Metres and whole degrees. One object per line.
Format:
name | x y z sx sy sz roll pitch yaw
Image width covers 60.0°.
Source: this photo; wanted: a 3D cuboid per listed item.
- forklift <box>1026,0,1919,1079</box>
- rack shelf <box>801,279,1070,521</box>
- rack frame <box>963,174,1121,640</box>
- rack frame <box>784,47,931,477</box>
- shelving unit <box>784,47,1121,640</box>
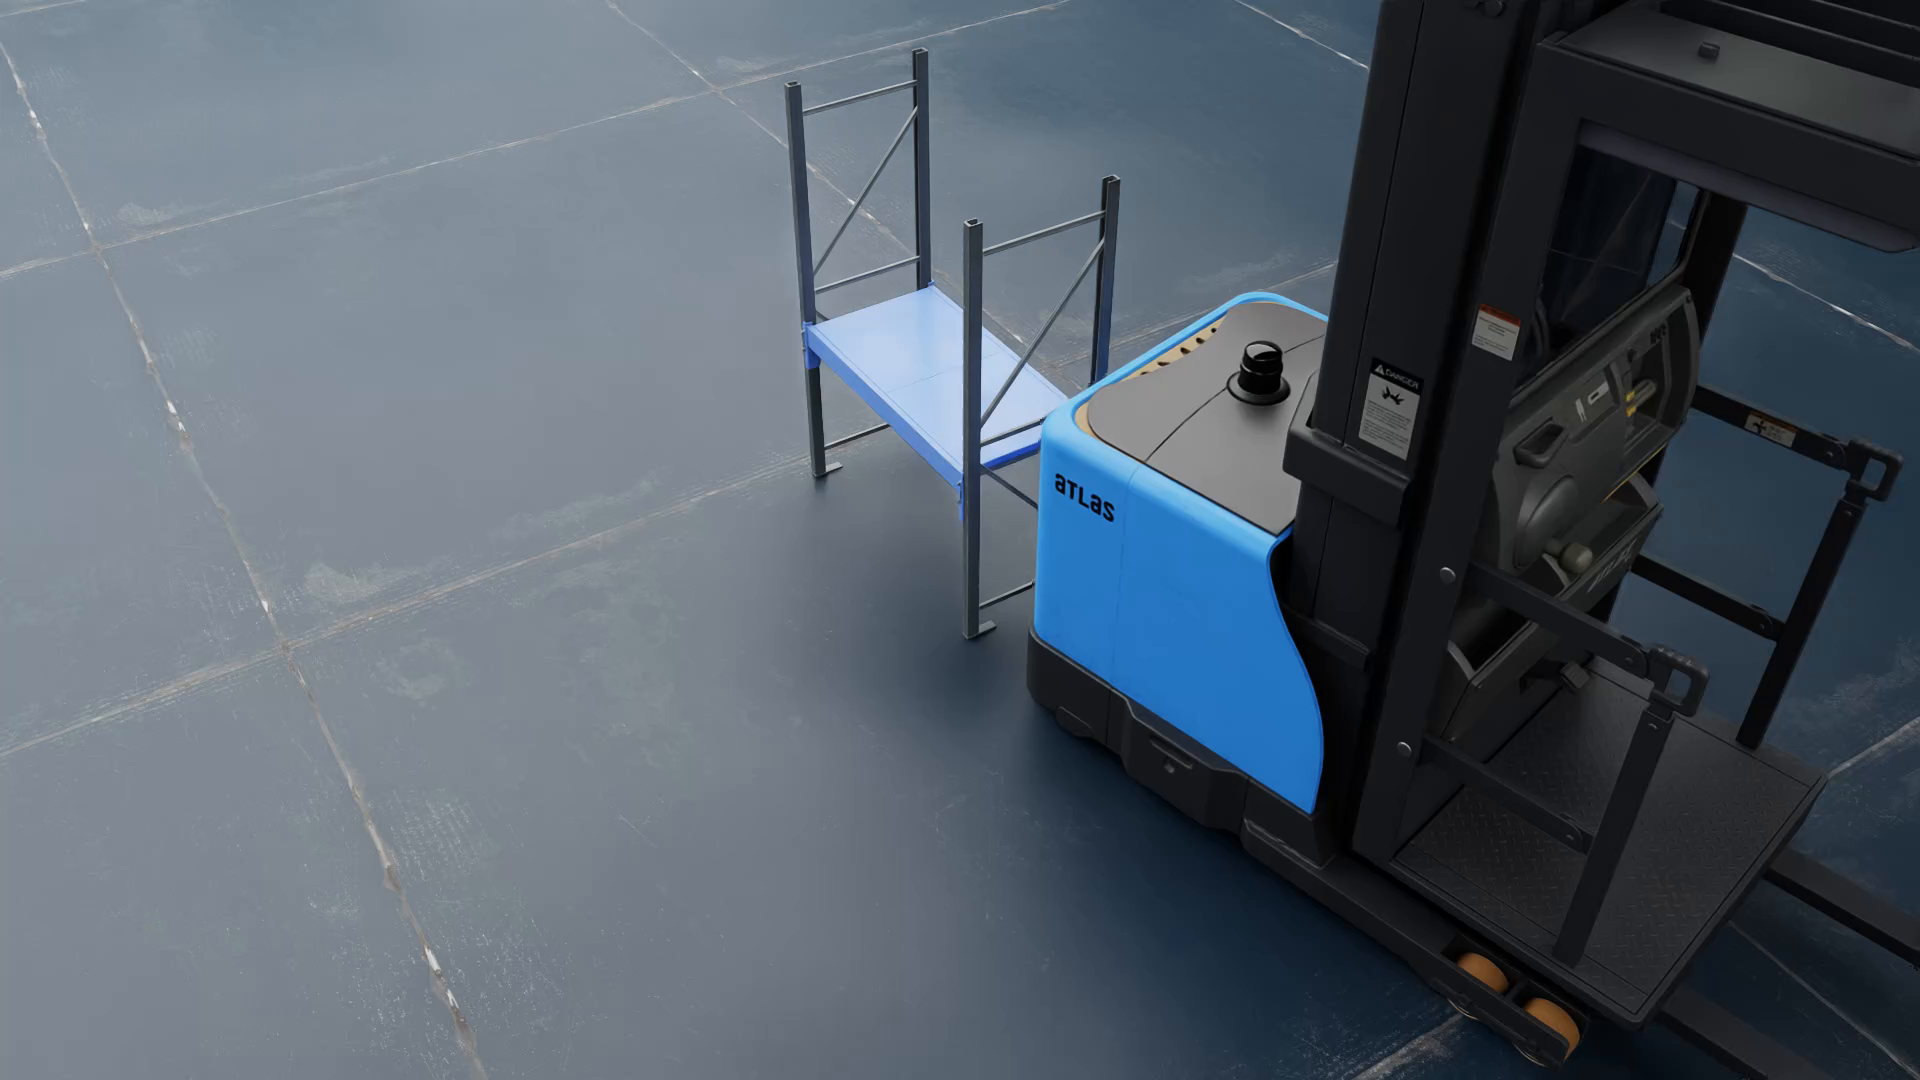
forklift | 1.607 -0.190 3.689 3.031 2.935 1.130 32 49 33
rack shelf | -0.046 -0.484 5.440 0.538 0.185 1.000 -22 45 -24
rack frame | 0.227 -0.348 4.996 0.500 1.500 0.032 -22 45 -24
rack frame | -0.319 -0.897 5.654 0.500 1.500 0.032 -22 45 -24
shelving unit | -0.046 -0.622 5.325 0.538 1.500 1.048 -22 45 -24
